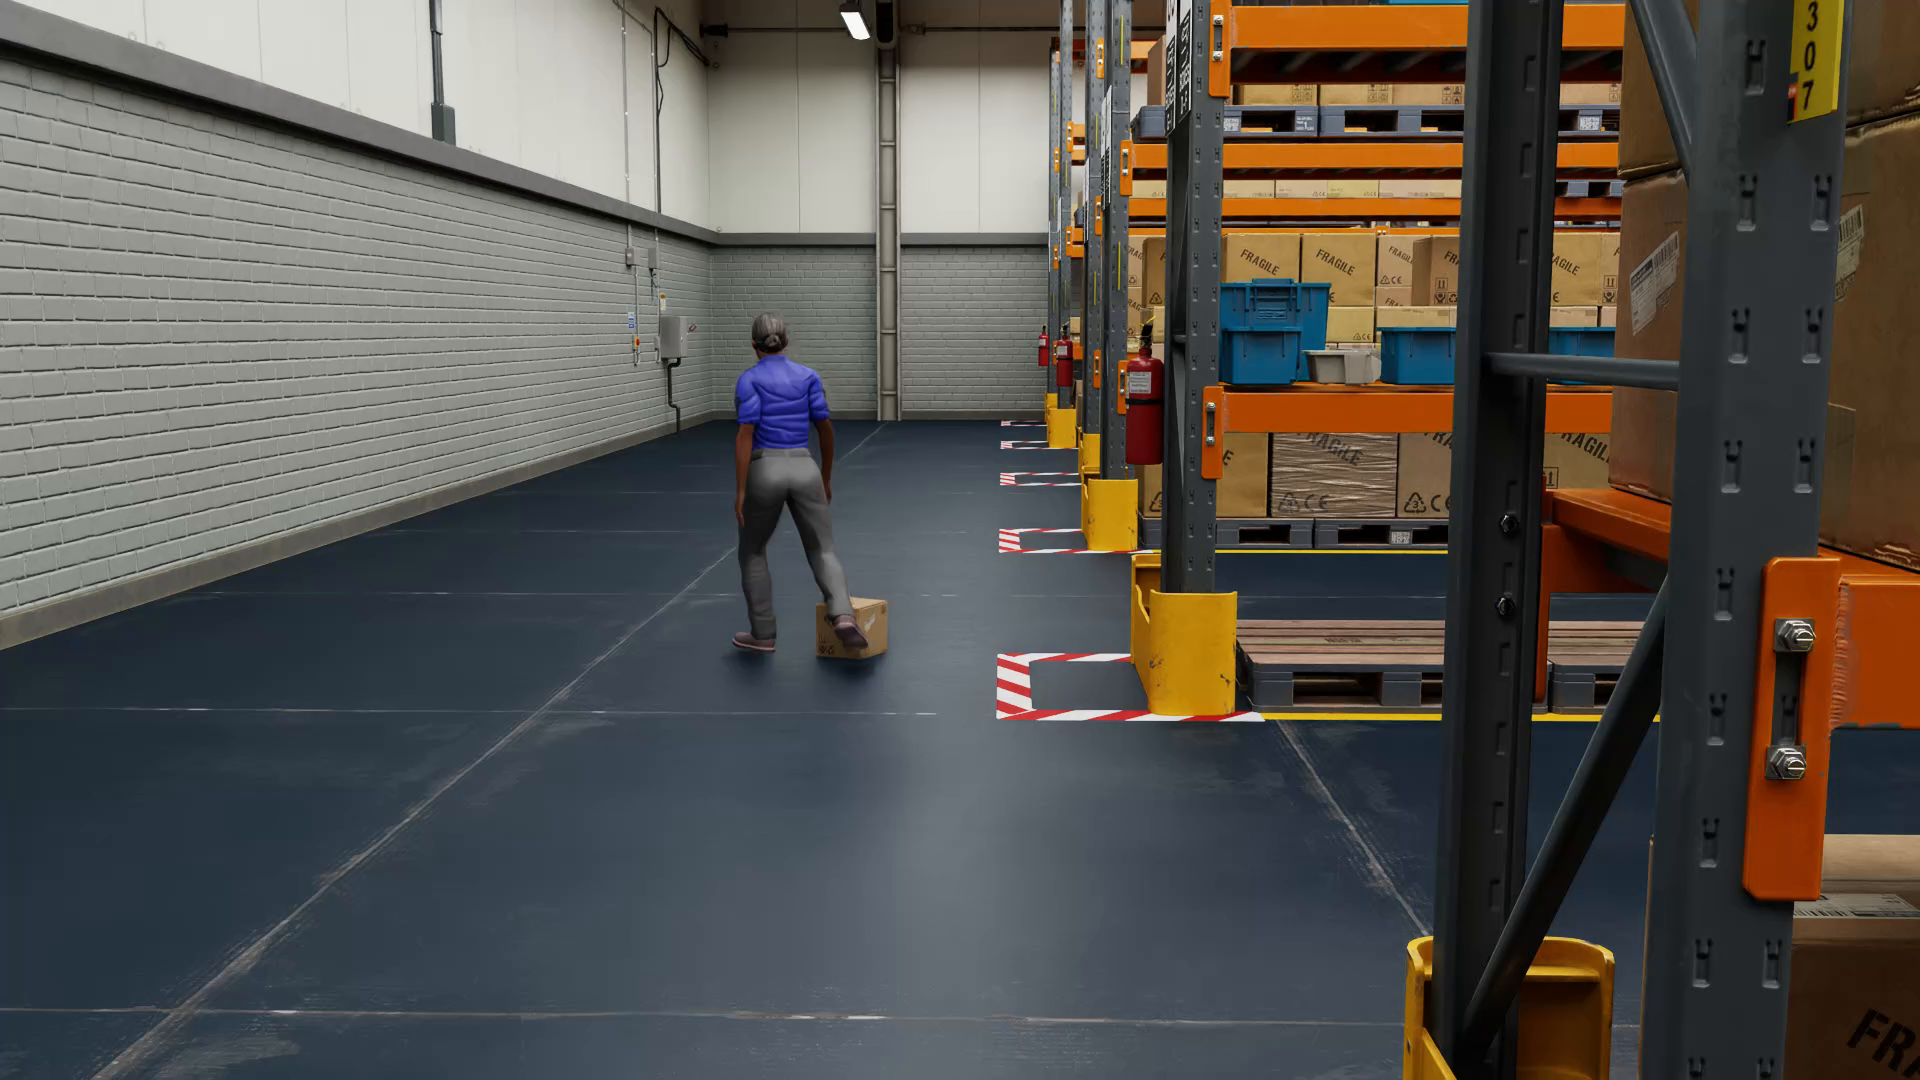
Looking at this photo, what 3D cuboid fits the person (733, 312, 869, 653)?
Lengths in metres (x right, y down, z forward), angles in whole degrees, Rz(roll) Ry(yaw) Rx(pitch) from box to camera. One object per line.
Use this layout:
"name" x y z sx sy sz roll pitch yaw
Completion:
"person" -0.766 -0.248 7.722 0.549 1.607 0.768 -3 8 -23
